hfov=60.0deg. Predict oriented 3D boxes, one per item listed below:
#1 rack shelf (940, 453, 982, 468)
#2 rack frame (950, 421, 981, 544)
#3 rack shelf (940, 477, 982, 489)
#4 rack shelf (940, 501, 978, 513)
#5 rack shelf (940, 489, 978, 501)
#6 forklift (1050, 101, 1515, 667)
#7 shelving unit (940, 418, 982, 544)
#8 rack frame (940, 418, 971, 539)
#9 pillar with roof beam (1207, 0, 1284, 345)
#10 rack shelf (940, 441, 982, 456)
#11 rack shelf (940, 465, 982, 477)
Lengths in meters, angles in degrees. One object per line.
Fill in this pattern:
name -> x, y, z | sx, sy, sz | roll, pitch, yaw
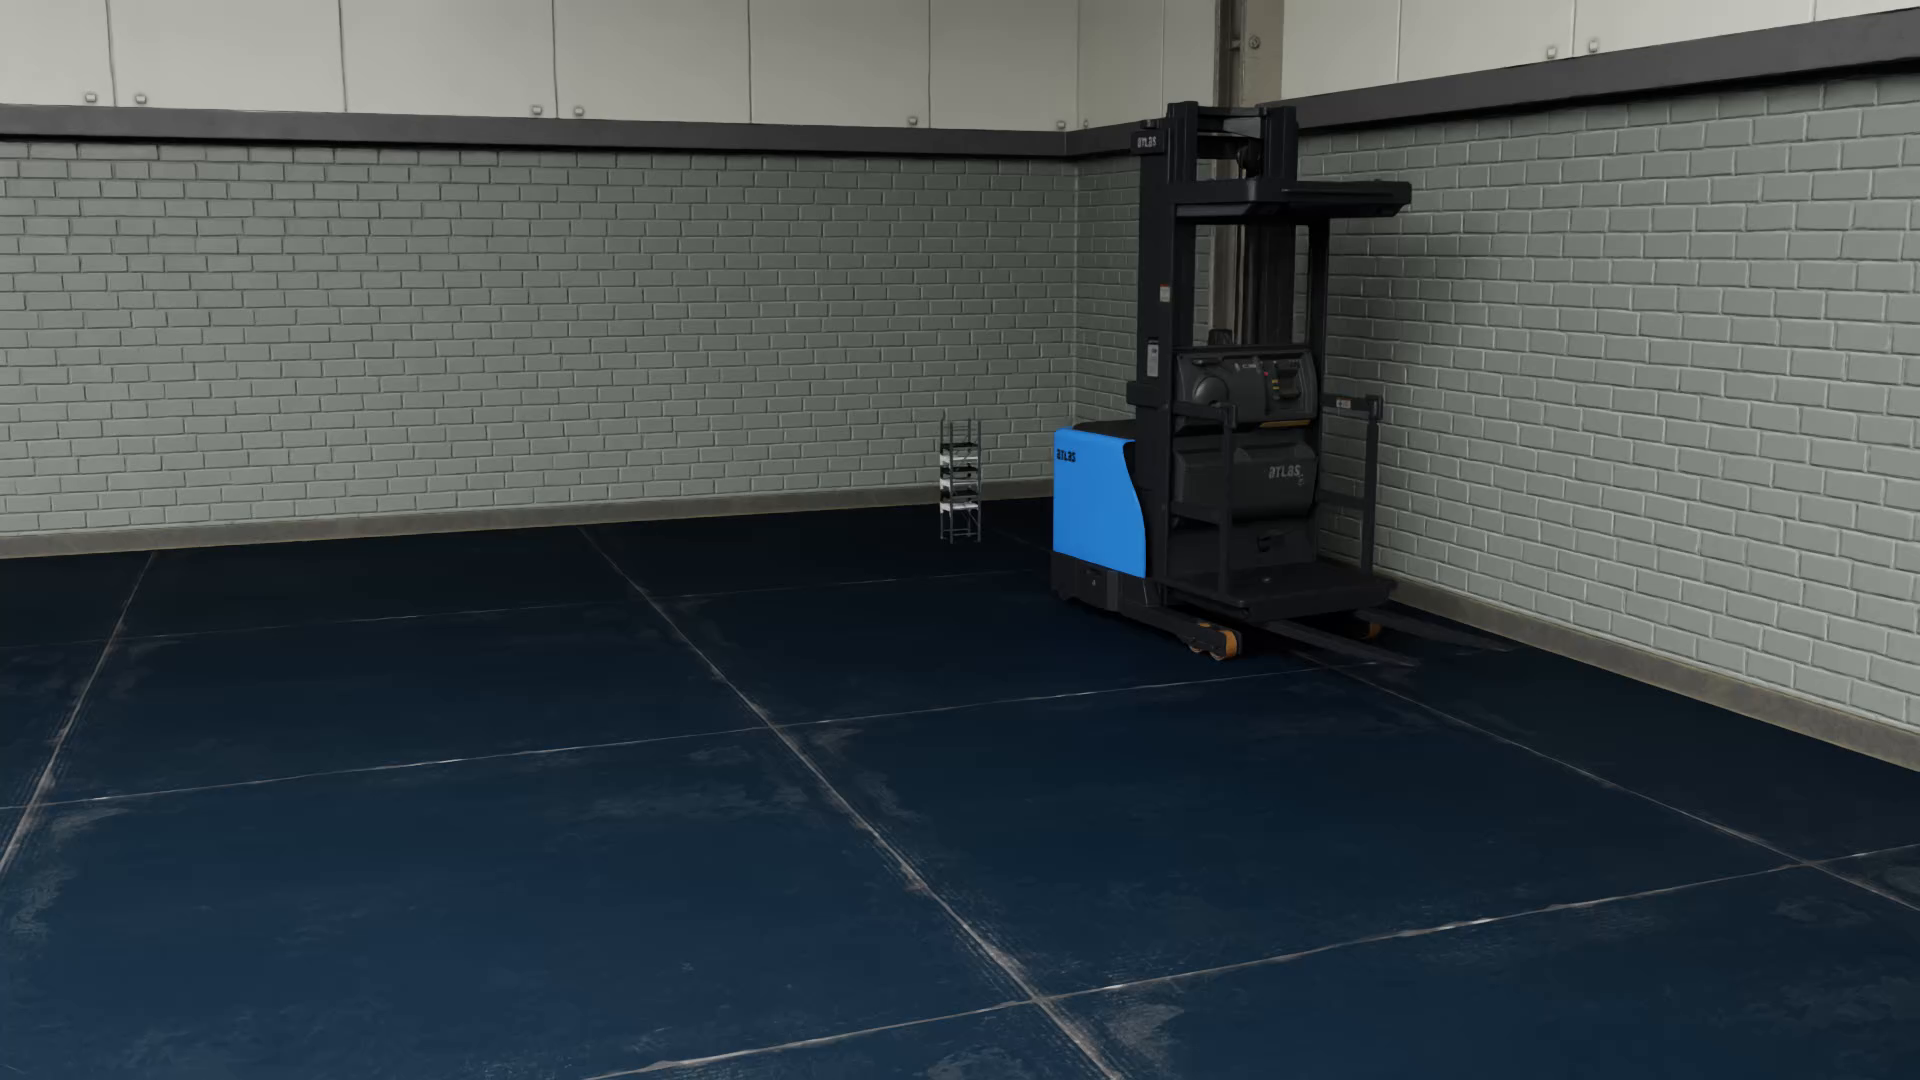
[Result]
rack shelf -> 0.003, -0.586, 12.308 | 0.258, 0.077, 0.200 | -4, 11, -21
rack frame -> 0.040, -0.425, 12.241 | 0.240, 0.900, 0.006 | -4, 11, -21
rack shelf -> 0.003, -0.409, 12.340 | 0.258, 0.077, 0.200 | -4, 11, -21
rack shelf -> 0.003, -0.232, 12.371 | 0.258, 0.077, 0.200 | -4, 11, -21
rack shelf -> 0.003, -0.320, 12.355 | 0.258, 0.077, 0.200 | -4, 11, -21
forklift -> 1.702, -0.892, 9.067 | 1.130, 2.935, 3.031 | -5, 11, -28
shelving unit -> 0.003, -0.442, 12.334 | 0.258, 0.900, 0.210 | -4, 11, -21
rack frame -> -0.034, -0.458, 12.427 | 0.240, 0.900, 0.006 | -4, 11, -21
pillar with roof beam -> -2.061, -4.057, 9.532 | 9.100, 9.000, 0.400 | -4, 11, -21
rack shelf -> 0.003, -0.675, 12.292 | 0.258, 0.077, 0.200 | -4, 11, -21
rack shelf -> 0.003, -0.498, 12.324 | 0.258, 0.077, 0.200 | -4, 11, -21
